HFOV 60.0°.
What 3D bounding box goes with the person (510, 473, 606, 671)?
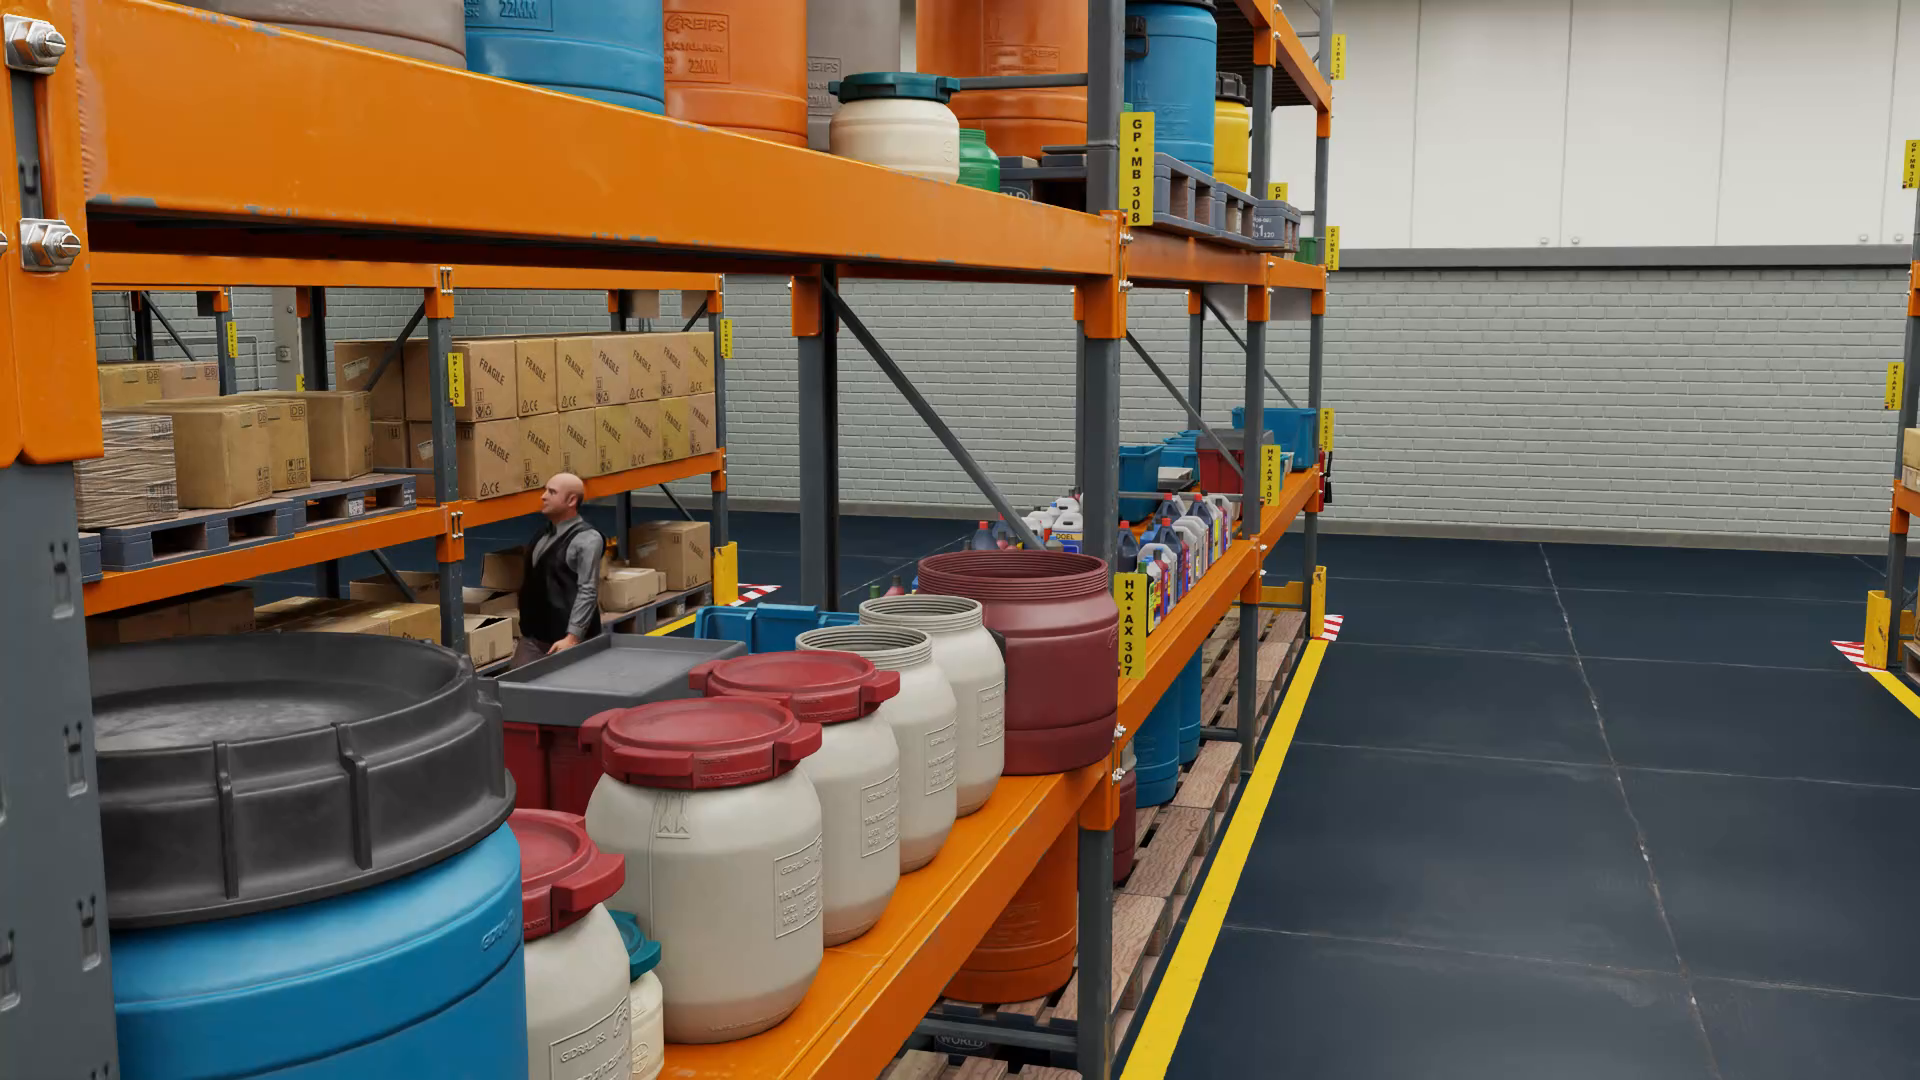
[{"bbox_3d":[-2.026,0.503,8.462,0.536,1.682,0.988,6,10,37],"label":"person"}]
